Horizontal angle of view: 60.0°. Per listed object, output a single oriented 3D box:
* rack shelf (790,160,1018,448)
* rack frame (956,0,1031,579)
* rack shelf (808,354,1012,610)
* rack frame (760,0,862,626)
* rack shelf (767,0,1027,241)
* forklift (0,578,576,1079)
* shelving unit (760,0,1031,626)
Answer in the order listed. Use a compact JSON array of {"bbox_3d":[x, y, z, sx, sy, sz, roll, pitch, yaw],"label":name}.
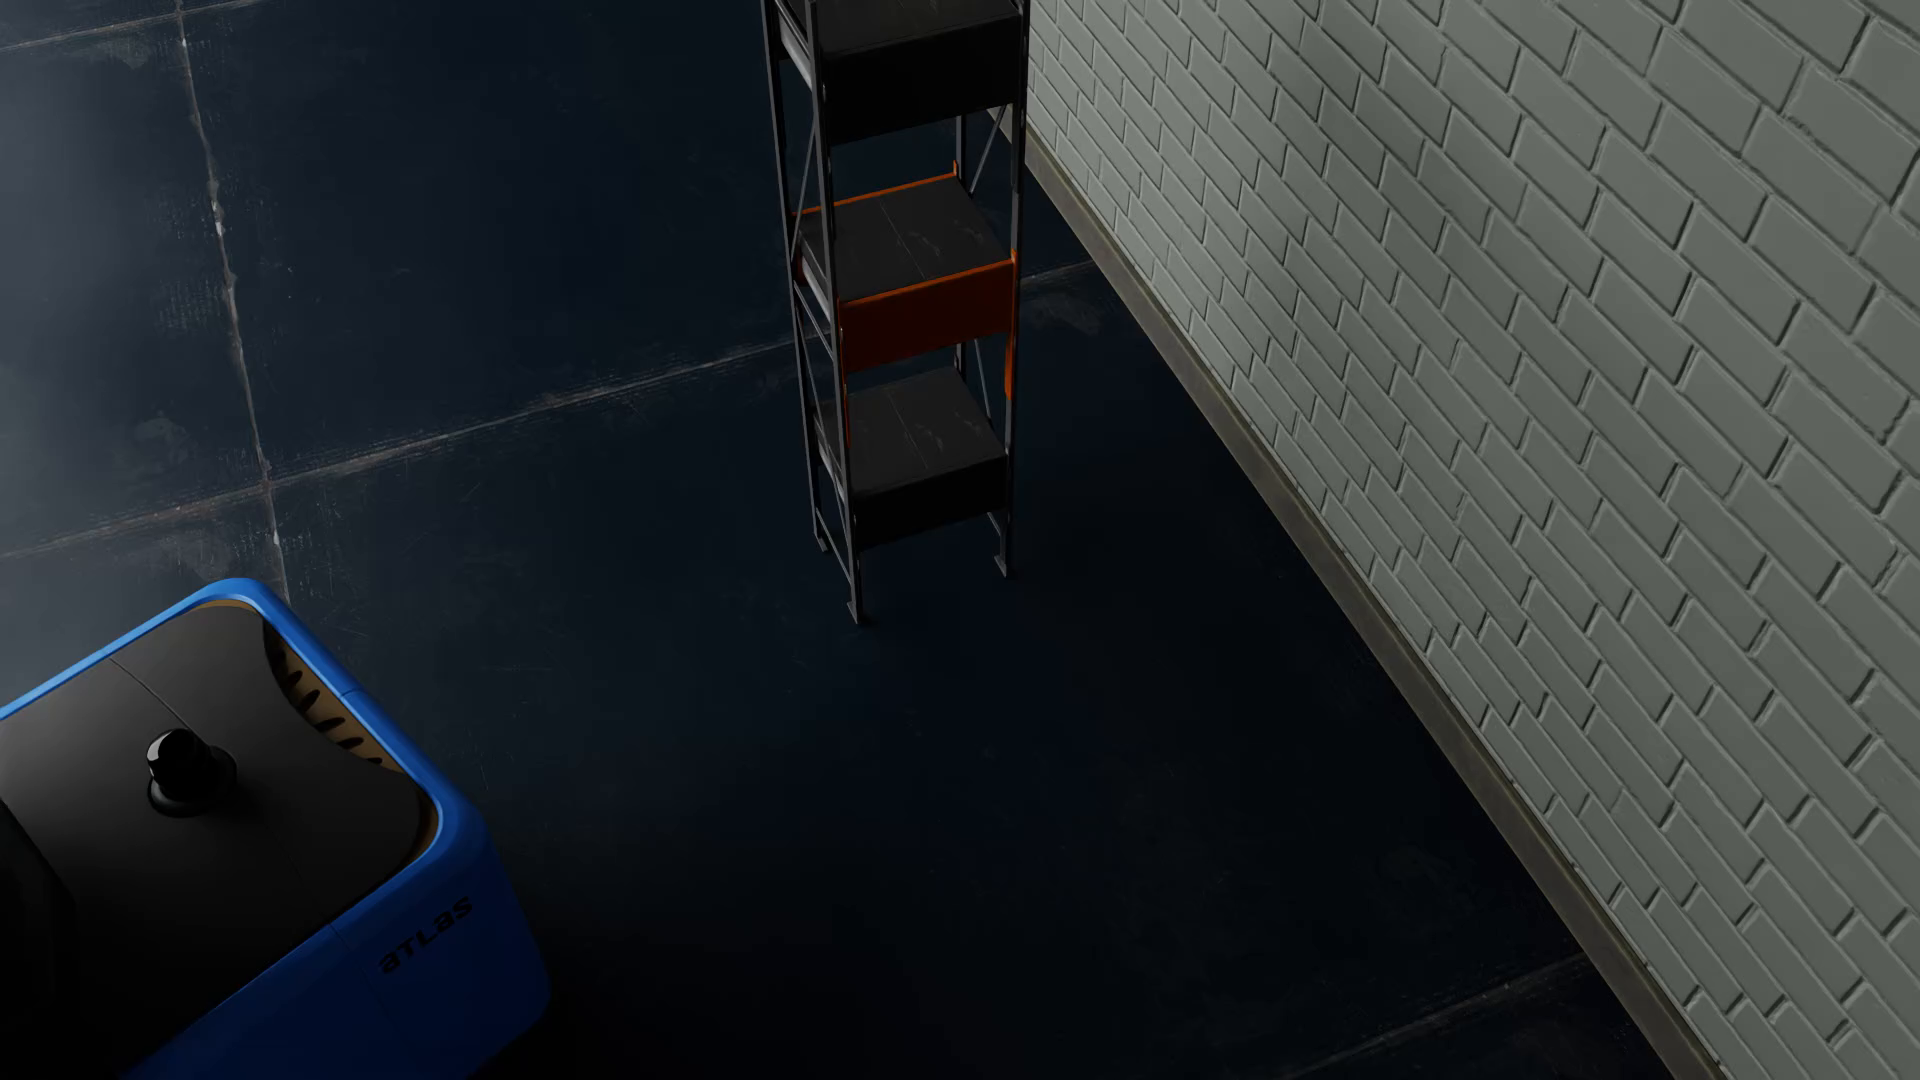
[{"bbox_3d":[-0.153,-0.628,4.423,0.480,0.518,0.431,-17,52,-14],"label":"rack shelf"},{"bbox_3d":[0.073,-0.707,4.473,0.015,2.100,0.400,-17,52,-14],"label":"rack frame"},{"bbox_3d":[-0.153,-0.172,4.954,0.480,0.518,0.431,-17,52,-14],"label":"rack shelf"},{"bbox_3d":[-0.379,-0.567,4.353,0.015,2.100,0.400,-17,52,-14],"label":"rack frame"},{"bbox_3d":[-0.153,-1.084,3.892,0.480,0.518,0.431,-17,52,-14],"label":"rack shelf"},{"bbox_3d":[-2.345,0.853,2.585,3.031,2.935,1.130,-37,59,-27],"label":"forklift"},{"bbox_3d":[-0.153,-0.637,4.413,0.503,2.100,0.431,-17,52,-14],"label":"shelving unit"}]
